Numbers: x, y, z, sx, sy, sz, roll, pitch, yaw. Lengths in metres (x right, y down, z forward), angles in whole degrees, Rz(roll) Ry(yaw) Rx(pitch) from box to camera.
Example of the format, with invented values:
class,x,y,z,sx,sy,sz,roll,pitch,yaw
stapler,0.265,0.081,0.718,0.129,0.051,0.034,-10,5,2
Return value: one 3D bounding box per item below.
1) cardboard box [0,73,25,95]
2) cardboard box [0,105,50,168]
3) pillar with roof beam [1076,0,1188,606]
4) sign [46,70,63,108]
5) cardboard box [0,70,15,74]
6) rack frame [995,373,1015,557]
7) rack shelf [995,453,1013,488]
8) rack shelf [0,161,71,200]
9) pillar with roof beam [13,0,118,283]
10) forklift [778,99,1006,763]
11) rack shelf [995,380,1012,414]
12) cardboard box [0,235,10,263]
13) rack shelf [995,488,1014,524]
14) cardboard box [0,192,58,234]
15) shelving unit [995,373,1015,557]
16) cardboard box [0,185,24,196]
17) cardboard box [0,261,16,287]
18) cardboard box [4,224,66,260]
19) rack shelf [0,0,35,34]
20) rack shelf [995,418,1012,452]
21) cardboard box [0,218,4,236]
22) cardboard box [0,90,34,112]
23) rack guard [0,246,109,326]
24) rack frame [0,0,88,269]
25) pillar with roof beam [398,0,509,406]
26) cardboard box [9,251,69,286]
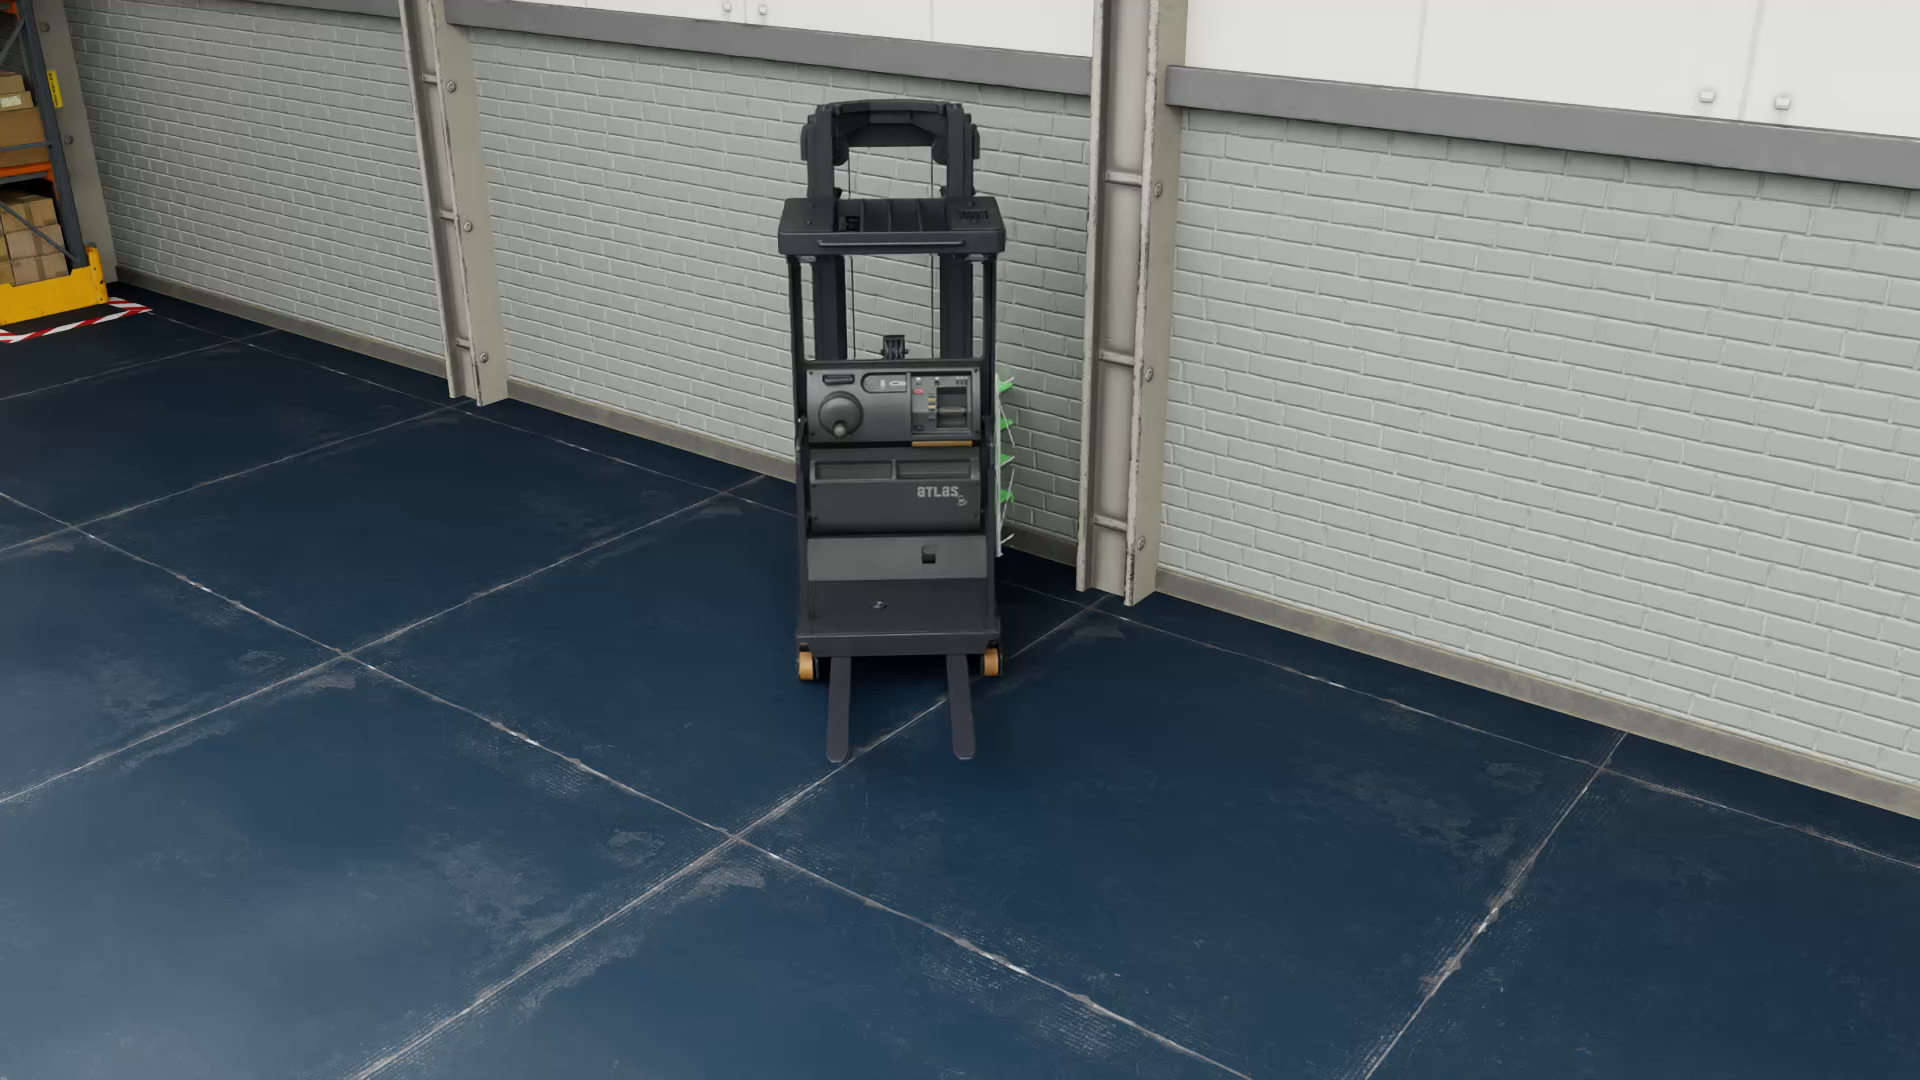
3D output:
class,x,y,z,sx,sy,sz,roll,pitch,yaw
cardboard box,-8.779,-4.147,15.145,0.250,0.149,0.380,16,28,32
cardboard box,-8.868,-3.774,15.470,0.500,0.500,0.500,18,29,35
pillar with roof beam,-1.634,-2.432,5.109,0.400,9.000,9.100,17,29,33
sign,-8.300,-4.128,15.228,0.005,0.325,0.100,17,29,33
cardboard box,-8.954,-4.232,15.337,0.250,0.149,0.380,18,29,35
rack frame,0.293,-0.487,10.333,0.015,1.200,0.240,12,26,29
rack shelf,0.086,-0.473,10.476,0.480,0.148,0.258,12,26,29
rack shelf,-10.238,-3.673,16.258,4.000,0.370,1.077,17,29,33
pillar with roof beam,-11.237,-5.334,11.695,0.400,9.000,9.100,17,29,33
forklift,-0.342,-0.709,8.723,1.130,2.935,3.031,-1,24,-2
rack shelf,0.077,-0.916,10.293,0.480,0.148,0.258,12,26,29
cardboard box,-9.215,-2.698,15.422,0.500,0.250,0.500,16,29,33
rack shelf,0.090,-0.251,10.568,0.480,0.148,0.258,12,26,29
cardboard box,-8.909,-3.087,15.686,0.500,0.250,0.500,16,29,33
shelving unit,0.084,-0.532,10.452,0.503,1.200,0.258,12,26,29
cardboard box,-9.311,-3.207,15.957,0.500,0.250,0.500,17,29,33
cardboard box,-9.204,-2.464,15.511,0.500,0.250,0.500,17,29,34
cardboard box,-8.890,-2.862,15.794,0.500,0.250,0.500,17,29,34
rack shelf,-10.238,-5.045,15.653,4.000,0.370,1.077,17,29,33
rack shelf,0.081,-0.695,10.384,0.480,0.148,0.258,12,26,29
cardboard box,-9.194,-2.921,15.308,0.500,0.250,0.500,18,29,35
cardboard box,-8.754,-4.027,15.240,0.250,0.149,0.380,16,28,32
rack guard,-8.619,-2.369,15.506,0.348,0.500,1.175,17,29,33
rack frame,-8.638,-3.518,15.015,0.127,3.000,1.000,17,29,33
pillar with roof beam,-6.435,-3.883,8.402,0.400,9.000,9.100,17,29,33
cardboard box,-8.914,-2.634,15.898,0.500,0.250,0.500,17,29,34
